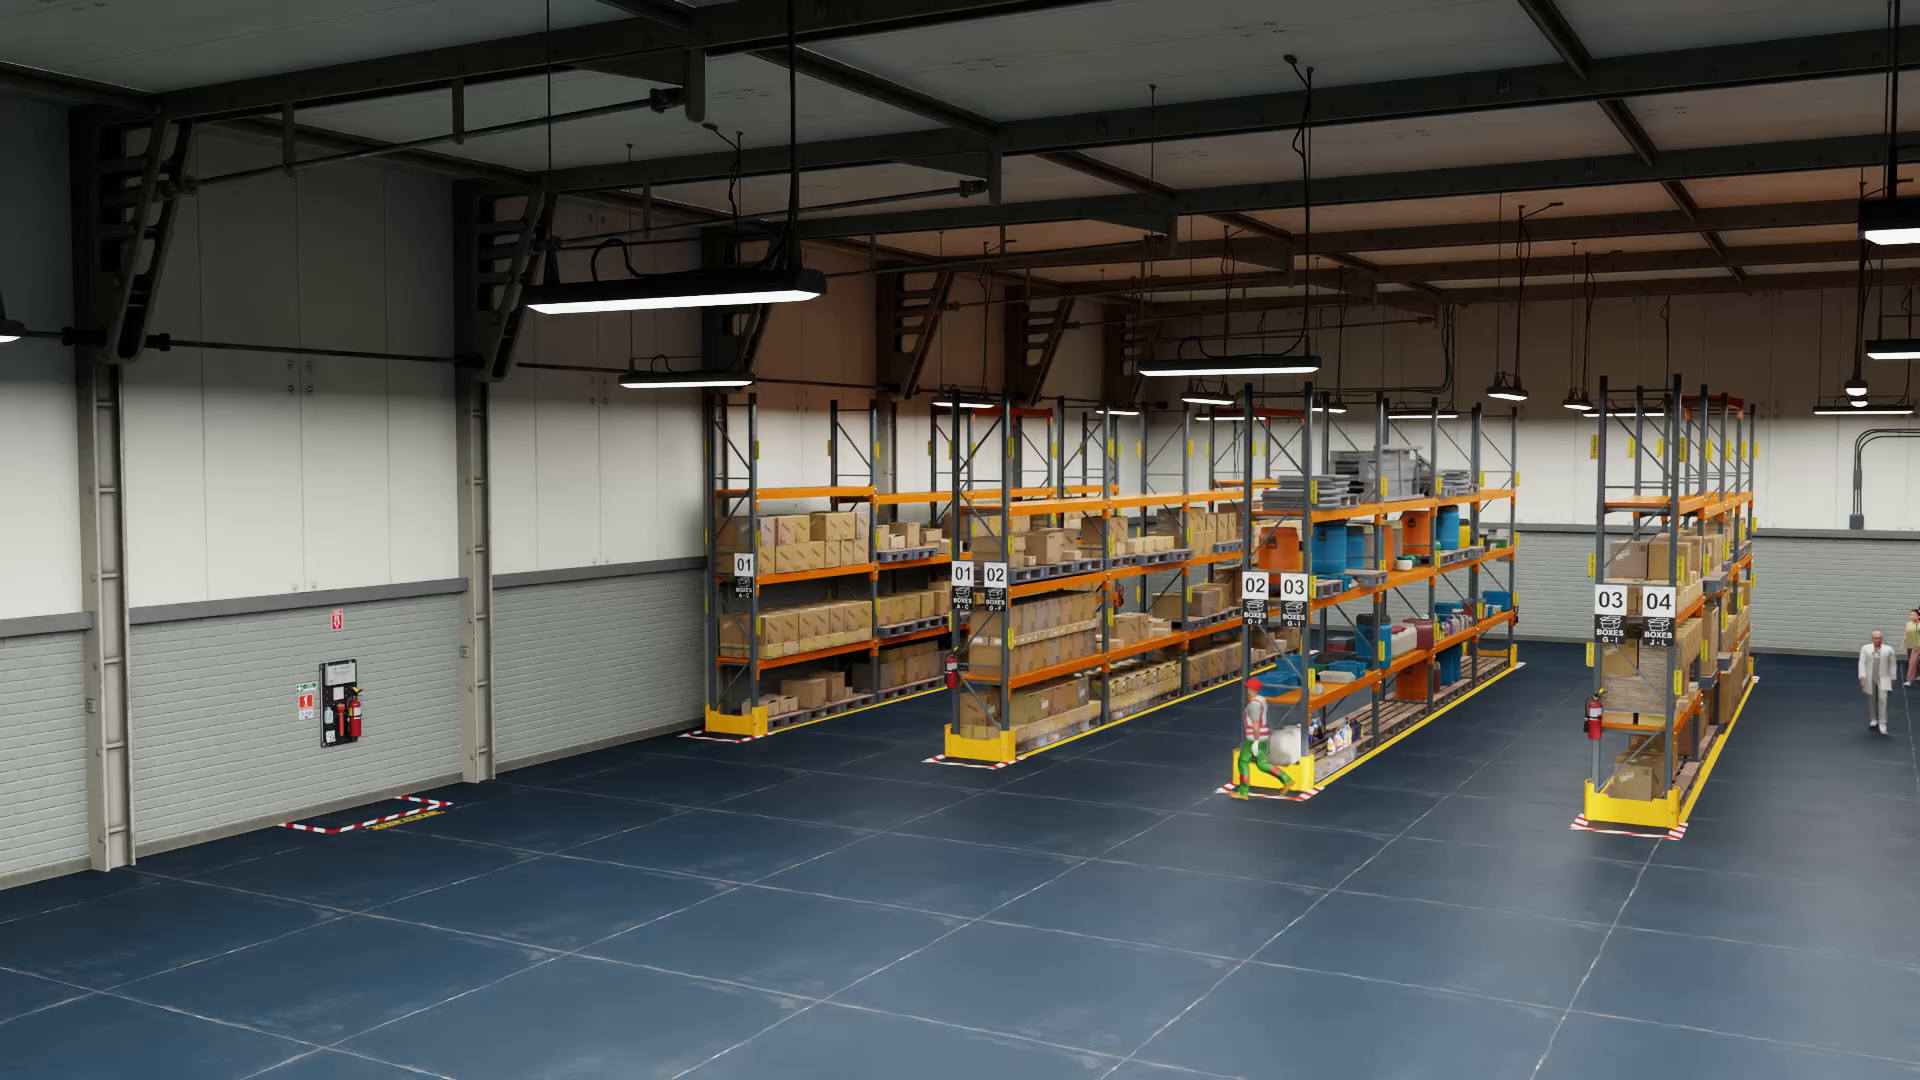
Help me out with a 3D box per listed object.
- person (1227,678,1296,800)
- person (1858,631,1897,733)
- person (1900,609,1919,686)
[{"bbox_3d":[4.302,2.838,23.707,0.955,1.755,0.610,1,3,21],"label":"person"},{"bbox_3d":[16.378,2.499,29.719,0.597,1.744,0.971,2,4,38],"label":"person"},{"bbox_3d":[20.285,2.270,35.298,1.067,1.616,0.487,-2,4,-33],"label":"person"}]
